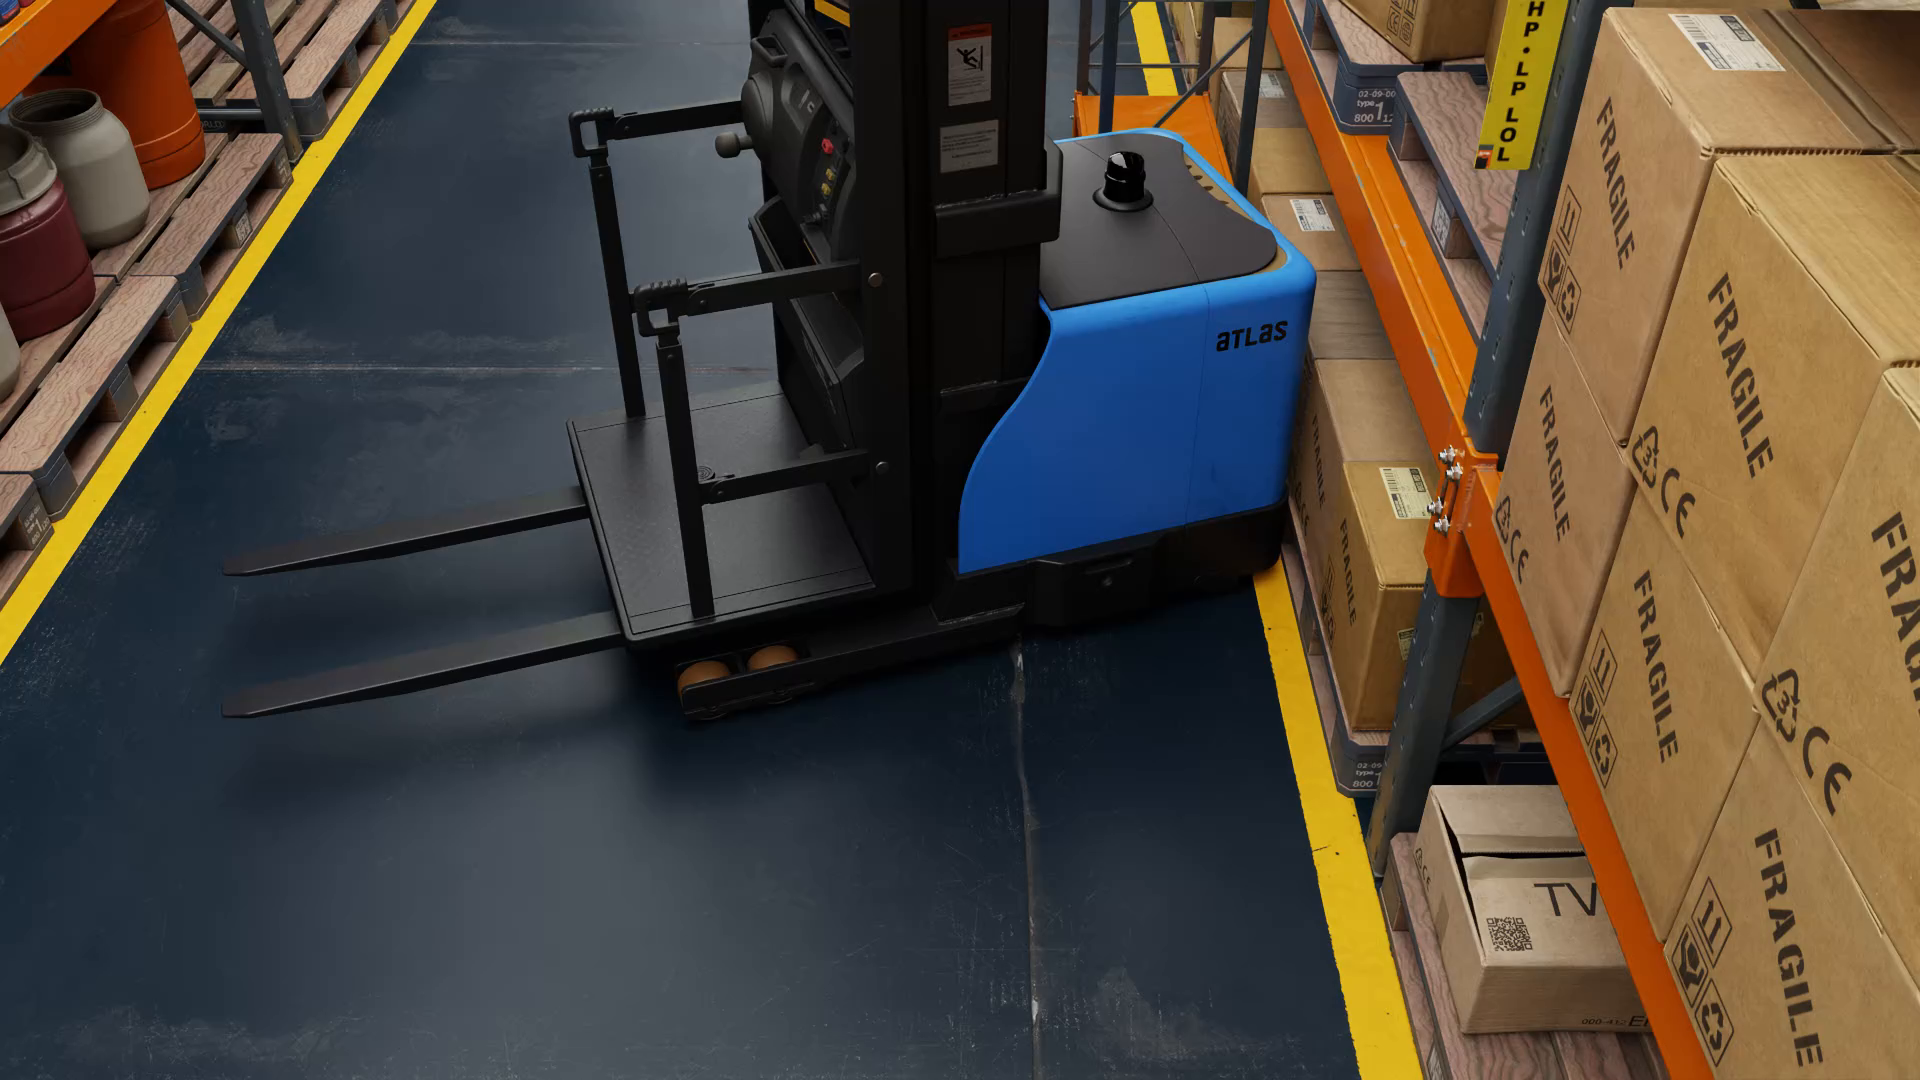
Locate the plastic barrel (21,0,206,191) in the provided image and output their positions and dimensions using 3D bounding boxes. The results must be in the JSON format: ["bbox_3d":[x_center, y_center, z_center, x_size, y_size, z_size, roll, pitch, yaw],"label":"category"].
[{"bbox_3d":[-3.400,-1.865,6.578,0.600,0.830,0.708,0,39,0],"label":"plastic barrel"}]

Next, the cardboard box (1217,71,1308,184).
[{"bbox_3d":[1.257,-1.439,6.294,0.500,0.500,0.500,-1,39,-2],"label":"cardboard box"}]

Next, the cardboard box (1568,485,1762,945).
[{"bbox_3d":[1.273,0.246,2.464,0.500,0.500,0.500,1,39,1],"label":"cardboard box"}]

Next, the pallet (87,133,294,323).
[{"bbox_3d":[-3.375,-1.273,6.669,1.003,0.211,1.213,0,39,0],"label":"pallet"}]

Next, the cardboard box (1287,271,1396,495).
[{"bbox_3d":[1.261,-0.481,5.099,0.500,0.500,0.500,0,39,1],"label":"cardboard box"}]

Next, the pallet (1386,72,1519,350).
[{"bbox_3d":[1.649,-0.779,3.976,1.003,0.211,1.213,0,39,0],"label":"pallet"}]

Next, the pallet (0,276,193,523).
[{"bbox_3d":[-3.376,-0.512,5.720,1.003,0.211,1.213,0,39,0],"label":"pallet"}]

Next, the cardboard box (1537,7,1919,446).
[{"bbox_3d":[1.260,-0.488,2.581,0.500,0.500,0.500,1,39,1],"label":"cardboard box"}]

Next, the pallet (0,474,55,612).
[{"bbox_3d":[-3.372,0.253,4.765,1.003,0.211,1.213,0,39,0],"label":"pallet"}]

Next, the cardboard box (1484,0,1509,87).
[{"bbox_3d":[1.700,-1.283,4.037,0.700,0.500,0.500,6,39,7],"label":"cardboard box"}]

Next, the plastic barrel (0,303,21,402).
[{"bbox_3d":[-3.308,-0.682,5.356,0.421,0.512,0.421,0,39,0],"label":"plastic barrel"}]

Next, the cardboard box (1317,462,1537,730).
[{"bbox_3d":[1.254,0.142,4.322,0.500,0.500,0.500,0,39,0],"label":"cardboard box"}]

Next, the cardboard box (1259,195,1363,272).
[{"bbox_3d":[1.258,-0.799,5.496,0.500,0.500,0.500,-1,39,-2],"label":"cardboard box"}]

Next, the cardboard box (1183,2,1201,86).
[{"bbox_3d":[1.292,-2.275,7.553,0.500,0.250,0.500,1,39,1],"label":"cardboard box"}]

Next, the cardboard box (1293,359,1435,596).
[{"bbox_3d":[1.261,-0.167,4.707,0.500,0.500,0.500,0,39,0],"label":"cardboard box"}]

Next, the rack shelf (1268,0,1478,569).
[{"bbox_3d":[1.538,-1.324,5.078,1.077,0.370,4.000,0,39,0],"label":"rack shelf"}]

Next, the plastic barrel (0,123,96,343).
[{"bbox_3d":[-3.398,-1.065,5.772,0.600,0.588,0.708,0,39,0],"label":"plastic barrel"}]

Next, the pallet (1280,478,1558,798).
[{"bbox_3d":[1.502,0.226,4.799,1.003,0.211,1.213,0,39,0],"label":"pallet"}]

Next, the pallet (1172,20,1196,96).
[{"bbox_3d":[1.574,-2.282,7.929,1.003,0.211,1.213,0,39,0],"label":"pallet"}]

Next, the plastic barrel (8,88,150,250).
[{"bbox_3d":[-3.310,-1.388,6.237,0.421,0.512,0.421,0,39,0],"label":"plastic barrel"}]

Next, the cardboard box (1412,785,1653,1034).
[{"bbox_3d":[1.325,0.786,3.668,0.500,0.311,0.500,0,39,0],"label":"cardboard box"}]

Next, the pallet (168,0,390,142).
[{"bbox_3d":[-3.379,-2.250,7.889,1.003,0.211,1.213,0,39,0],"label":"pallet"}]

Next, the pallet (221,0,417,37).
[{"bbox_3d":[-3.378,-3.011,8.839,1.003,0.211,1.213,0,39,0],"label":"pallet"}]

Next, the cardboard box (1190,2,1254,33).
[{"bbox_3d":[1.289,-2.492,7.376,0.500,0.311,0.500,1,39,1],"label":"cardboard box"}]

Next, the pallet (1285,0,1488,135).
[{"bbox_3d":[1.543,-1.564,4.957,1.003,0.211,1.213,0,39,0],"label":"pallet"}]

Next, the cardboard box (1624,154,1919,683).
[{"bbox_3d":[1.261,-0.165,2.178,0.500,0.500,0.500,-1,39,-1],"label":"cardboard box"}]

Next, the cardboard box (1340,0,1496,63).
[{"bbox_3d":[1.477,-1.661,4.509,0.700,0.500,0.500,-9,40,-11],"label":"cardboard box"}]

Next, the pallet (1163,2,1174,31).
[{"bbox_3d":[1.576,-3.043,8.878,1.003,0.211,1.213,0,39,0],"label":"pallet"}]

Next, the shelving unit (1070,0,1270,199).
[{"bbox_3d":[0.695,-1.463,5.876,0.587,1.500,1.083,0,39,0],"label":"shelving unit"}]

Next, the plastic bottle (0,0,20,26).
[{"bbox_3d":[-3.030,-1.768,5.097,0.144,0.351,0.185,0,39,0],"label":"plastic bottle"}]

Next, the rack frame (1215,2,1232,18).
[{"bbox_3d":[1.536,-2.855,6.414,1.000,3.000,0.127,0,39,0],"label":"rack frame"}]

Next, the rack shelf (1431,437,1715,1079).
[{"bbox_3d":[1.543,1.178,1.957,1.077,0.370,4.000,0,39,0],"label":"rack shelf"}]

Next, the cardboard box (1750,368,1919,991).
[{"bbox_3d":[1.261,0.156,1.777,0.500,0.500,0.500,-1,39,-1],"label":"cardboard box"}]

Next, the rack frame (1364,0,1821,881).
[{"bbox_3d":[1.541,-0.354,3.293,1.000,3.000,0.127,0,39,0],"label":"rack frame"}]

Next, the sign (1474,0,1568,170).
[{"bbox_3d":[0.986,-0.803,2.927,0.100,0.325,0.005,0,39,0],"label":"sign"}]

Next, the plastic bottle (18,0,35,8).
[{"bbox_3d":[-2.989,-1.841,5.242,0.061,0.283,0.133,0,39,0],"label":"plastic bottle"}]

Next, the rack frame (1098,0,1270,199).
[{"bbox_3d":[0.696,-1.151,5.487,0.500,1.500,0.032,0,39,0],"label":"rack frame"}]

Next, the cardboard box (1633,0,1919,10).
[{"bbox_3d":[1.764,-0.853,3.500,0.700,0.500,0.500,-13,40,-15],"label":"cardboard box"}]

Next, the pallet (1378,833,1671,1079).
[{"bbox_3d":[1.541,1.164,3.629,1.003,0.211,1.213,0,39,0],"label":"pallet"}]

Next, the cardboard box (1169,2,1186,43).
[{"bbox_3d":[1.287,-2.597,7.955,0.500,0.250,0.500,0,39,-1],"label":"cardboard box"}]

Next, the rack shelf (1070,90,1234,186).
[{"bbox_3d":[0.695,-1.328,5.996,0.538,0.185,1.000,0,39,0],"label":"rack shelf"}]

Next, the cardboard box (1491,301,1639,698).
[{"bbox_3d":[1.269,-0.074,2.863,0.500,0.500,0.500,1,39,1],"label":"cardboard box"}]

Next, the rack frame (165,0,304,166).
[{"bbox_3d":[-3.417,-2.854,6.413,1.000,3.000,0.127,0,39,0],"label":"rack frame"}]

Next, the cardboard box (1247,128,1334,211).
[{"bbox_3d":[1.253,-1.125,5.903,0.500,0.500,0.500,-1,39,-1],"label":"cardboard box"}]

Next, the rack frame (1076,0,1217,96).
[{"bbox_3d":[0.693,-1.787,6.280,0.500,1.500,0.032,0,39,0],"label":"rack frame"}]

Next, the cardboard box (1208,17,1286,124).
[{"bbox_3d":[1.251,-1.767,6.703,0.500,0.500,0.500,2,39,2],"label":"cardboard box"}]

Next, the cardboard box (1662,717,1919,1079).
[{"bbox_3d":[1.271,0.559,2.074,0.500,0.500,0.500,0,39,0],"label":"cardboard box"}]

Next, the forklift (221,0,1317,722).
[{"bbox_3d":[-0.595,-1.016,4.174,3.031,2.935,1.130,-12,40,-15],"label":"forklift"}]
